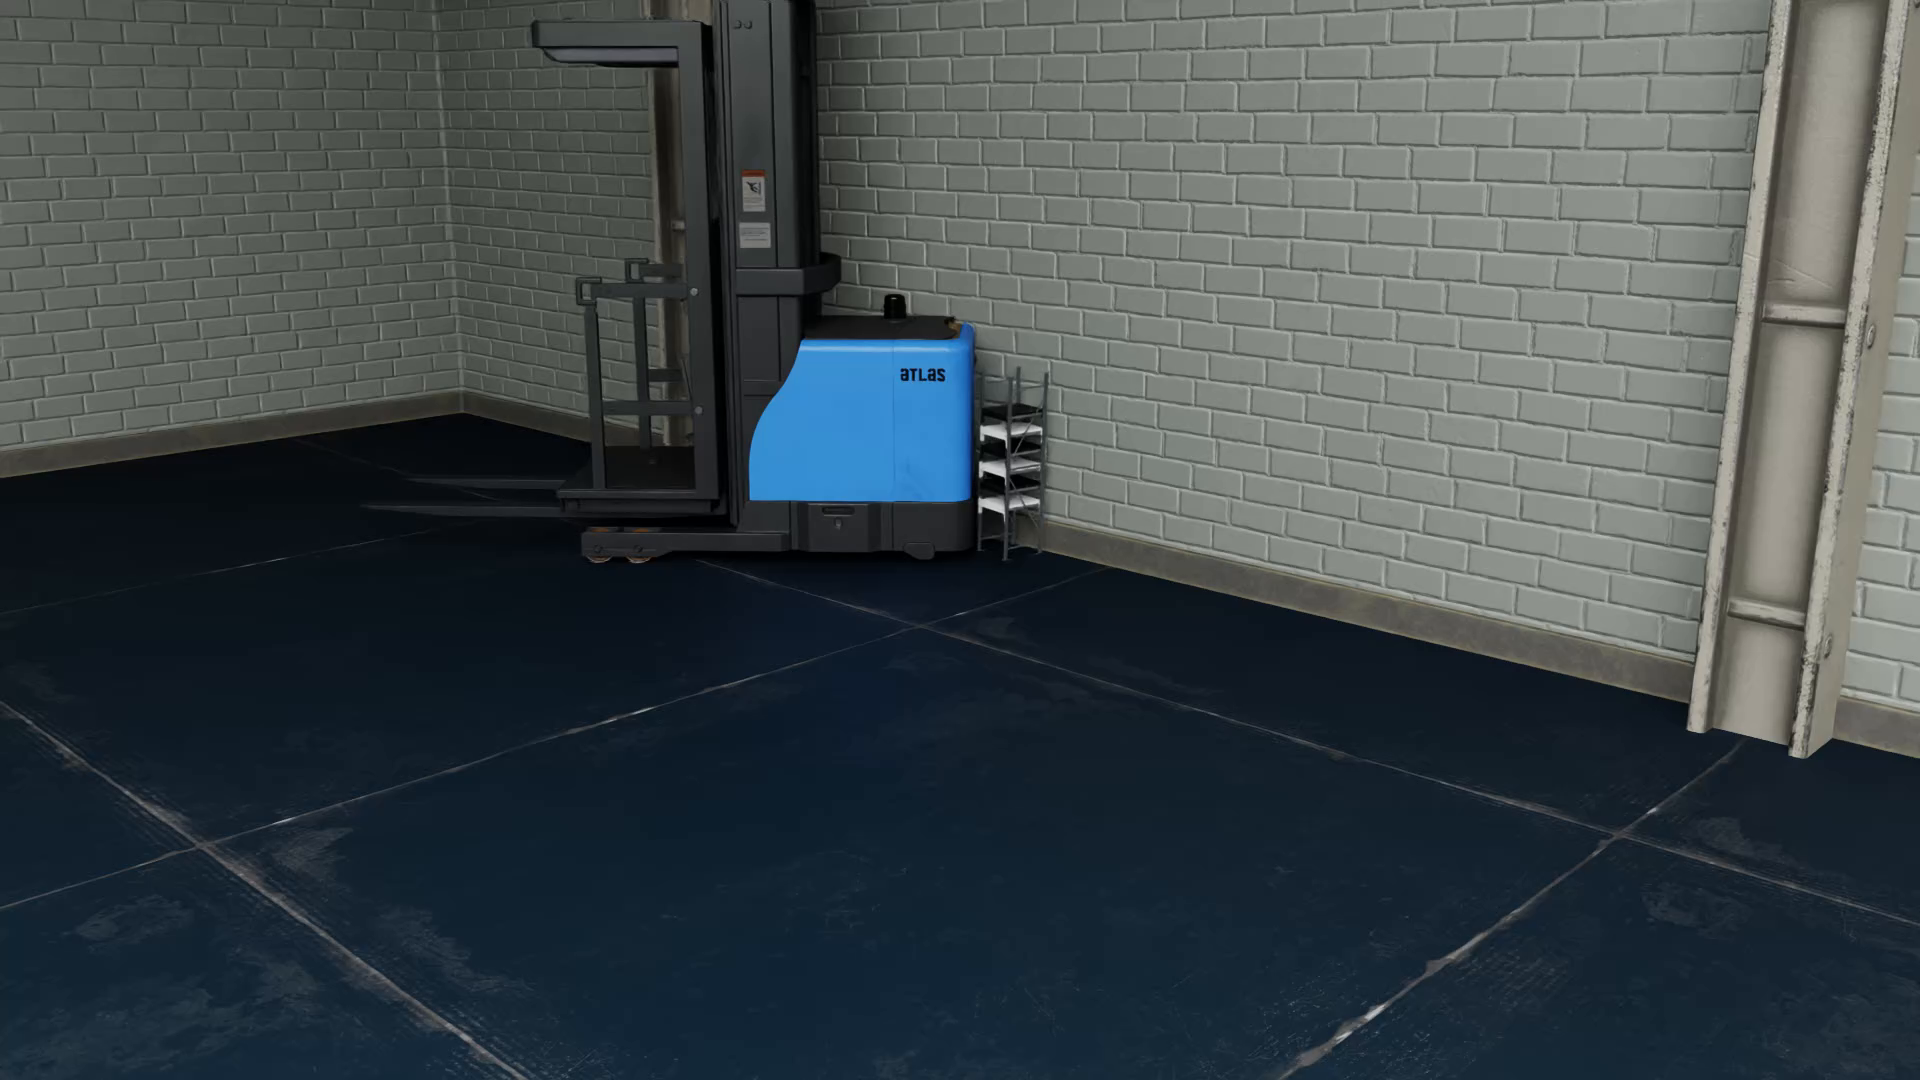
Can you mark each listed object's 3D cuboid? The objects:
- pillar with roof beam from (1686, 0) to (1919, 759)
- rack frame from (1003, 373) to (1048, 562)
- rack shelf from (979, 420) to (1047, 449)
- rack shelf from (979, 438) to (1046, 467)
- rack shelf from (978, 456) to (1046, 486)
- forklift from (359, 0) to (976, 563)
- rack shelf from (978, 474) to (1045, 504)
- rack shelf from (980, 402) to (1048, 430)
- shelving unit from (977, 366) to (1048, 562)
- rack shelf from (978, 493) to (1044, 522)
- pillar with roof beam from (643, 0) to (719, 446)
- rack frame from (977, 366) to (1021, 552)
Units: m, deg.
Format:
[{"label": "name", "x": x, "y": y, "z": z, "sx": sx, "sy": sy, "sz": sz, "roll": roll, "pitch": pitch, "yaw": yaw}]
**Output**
[{"label": "pillar with roof beam", "x": -0.179, "y": -2.898, "z": 1.706, "sx": 0.400, "sy": 9.000, "sz": 9.100, "roll": 14, "pitch": 20, "yaw": 42}, {"label": "rack frame", "x": 0.315, "y": -0.346, "z": 7.973, "sx": 0.240, "sy": 0.900, "sz": 0.006, "roll": -11, "pitch": 20, "yaw": -37}, {"label": "rack shelf", "x": 0.255, "y": -0.510, "z": 8.010, "sx": 0.258, "sy": 0.077, "sz": 0.200, "roll": -11, "pitch": 20, "yaw": -37}, {"label": "rack shelf", "x": 0.253, "y": -0.424, "z": 8.035, "sx": 0.258, "sy": 0.077, "sz": 0.200, "roll": -11, "pitch": 20, "yaw": -37}, {"label": "rack shelf", "x": 0.251, "y": -0.337, "z": 8.059, "sx": 0.258, "sy": 0.077, "sz": 0.200, "roll": -11, "pitch": 20, "yaw": -37}, {"label": "forklift", "x": -1.435, "y": -1.438, "z": 8.139, "sx": 3.031, "sy": 2.935, "sz": 1.130, "roll": 1, "pitch": 15, "yaw": 2}, {"label": "rack shelf", "x": 0.250, "y": -0.250, "z": 8.083, "sx": 0.258, "sy": 0.077, "sz": 0.200, "roll": -11, "pitch": 20, "yaw": -37}, {"label": "rack shelf", "x": 0.257, "y": -0.597, "z": 7.986, "sx": 0.258, "sy": 0.077, "sz": 0.200, "roll": -11, "pitch": 20, "yaw": -37}, {"label": "shelving unit", "x": 0.252, "y": -0.369, "z": 8.050, "sx": 0.258, "sy": 0.900, "sz": 0.210, "roll": -11, "pitch": 20, "yaw": -37}, {"label": "rack shelf", "x": 0.248, "y": -0.164, "z": 8.108, "sx": 0.258, "sy": 0.077, "sz": 0.200, "roll": -11, "pitch": 20, "yaw": -37}, {"label": "pillar with roof beam", "x": -4.498, "y": -3.948, "z": 5.736, "sx": 0.400, "sy": 9.000, "sz": 9.100, "roll": 14, "pitch": 20, "yaw": 42}, {"label": "rack frame", "x": 0.190, "y": -0.392, "z": 8.127, "sx": 0.240, "sy": 0.900, "sz": 0.006, "roll": -11, "pitch": 20, "yaw": -37}]
